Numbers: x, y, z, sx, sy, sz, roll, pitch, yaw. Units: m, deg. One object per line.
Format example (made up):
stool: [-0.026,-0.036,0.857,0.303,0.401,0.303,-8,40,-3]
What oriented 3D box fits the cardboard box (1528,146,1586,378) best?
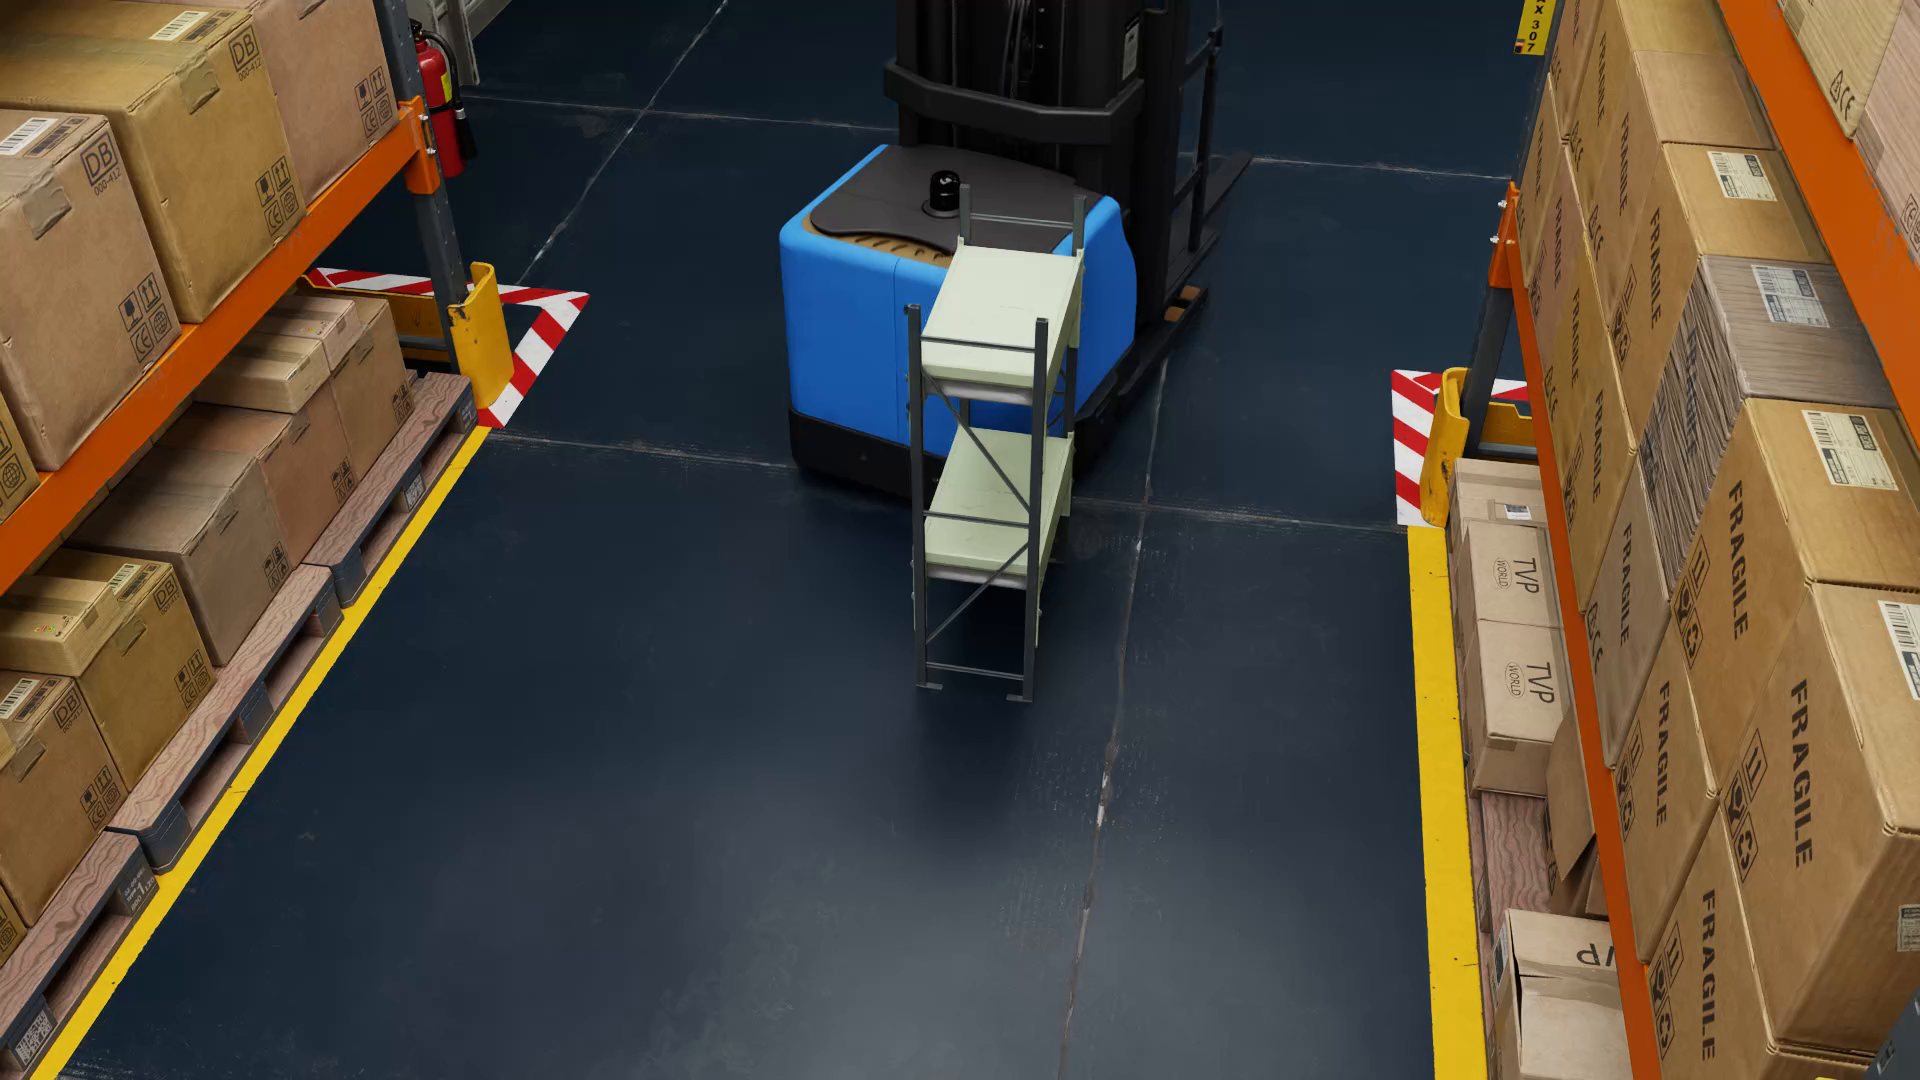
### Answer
cardboard box: [1.954,-0.766,4.744,0.500,0.500,0.500,6,40,7]

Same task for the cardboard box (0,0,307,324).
cardboard box: [-2.699,-1.182,5.090,0.980,0.700,0.700,6,40,7]

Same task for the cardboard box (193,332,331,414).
cardboard box: [-2.414,-0.582,5.724,0.380,0.149,0.250,7,40,9]

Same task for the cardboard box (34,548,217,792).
cardboard box: [-2.786,0.372,5.079,0.700,0.500,0.500,7,40,9]

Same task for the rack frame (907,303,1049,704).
rack frame: [0.050,-0.060,5.145,0.400,1.500,0.023,7,40,9]

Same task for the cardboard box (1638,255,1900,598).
cardboard box: [1.688,-0.199,3.274,0.500,0.500,0.500,7,40,8]

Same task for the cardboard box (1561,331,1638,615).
cardboard box: [1.776,-0.138,3.985,0.500,0.500,0.500,7,40,8]

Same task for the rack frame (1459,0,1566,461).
rack frame: [2.374,-1.302,5.470,1.000,3.000,0.127,6,40,8]

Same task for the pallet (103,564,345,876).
pallet: [-2.780,0.503,5.476,1.003,0.211,1.213,6,40,8]

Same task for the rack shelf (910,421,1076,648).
rack shelf: [0.123,-0.037,5.629,0.431,0.370,0.720,7,40,9]

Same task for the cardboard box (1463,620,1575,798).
cardboard box: [1.828,0.526,5.072,0.500,0.250,0.500,6,40,8]

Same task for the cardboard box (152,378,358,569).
cardboard box: [-2.615,-0.280,5.866,0.700,0.500,0.500,6,40,8]

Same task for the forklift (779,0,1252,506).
forklift: [0.454,-2.103,6.493,1.130,2.935,3.031,18,43,20]

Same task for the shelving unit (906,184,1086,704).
shelving unit: [0.123,-0.288,5.422,0.431,1.500,0.755,7,40,9]

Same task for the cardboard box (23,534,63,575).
cardboard box: [-2.965,0.011,5.006,0.380,0.149,0.250,6,40,7]

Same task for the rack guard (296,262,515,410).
rack guard: [-2.501,-0.897,6.943,1.175,0.500,0.348,6,40,8]

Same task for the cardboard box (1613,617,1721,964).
cardboard box: [1.604,0.504,3.207,0.500,0.500,0.500,7,40,9]

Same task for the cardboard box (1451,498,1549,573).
cardboard box: [1.920,0.003,5.771,0.380,0.166,0.250,6,40,8]

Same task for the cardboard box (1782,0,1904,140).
cardboard box: [1.679,-0.851,2.689,0.500,0.250,0.500,6,40,8]

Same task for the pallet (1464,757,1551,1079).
pallet: [2.011,1.085,4.773,1.003,0.211,1.213,6,40,8]

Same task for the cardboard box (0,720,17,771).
cardboard box: [-2.728,0.564,4.337,0.380,0.149,0.250,8,40,9]

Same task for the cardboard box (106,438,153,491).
cardboard box: [-2.877,-0.309,5.393,0.380,0.149,0.250,7,40,8]

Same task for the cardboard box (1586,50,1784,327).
cardboard box: [1.863,-0.834,4.041,0.500,0.500,0.500,7,40,8]

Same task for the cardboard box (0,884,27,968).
cardboard box: [-2.967,1.008,4.309,0.700,0.500,0.500,7,40,8]

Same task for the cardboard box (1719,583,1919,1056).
cardboard box: [1.514,0.439,2.502,0.500,0.500,0.500,7,40,8]

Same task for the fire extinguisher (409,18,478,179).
fire extinguisher: [-2.025,-1.716,6.325,0.296,0.674,0.183,6,40,8]

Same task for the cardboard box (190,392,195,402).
cardboard box: [-2.790,-0.626,5.776,0.380,0.149,0.250,6,40,8]

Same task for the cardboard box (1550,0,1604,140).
cardboard box: [2.038,-1.476,4.818,0.500,0.500,0.500,8,40,9]

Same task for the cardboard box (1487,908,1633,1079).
cardboard box: [1.631,1.216,4.190,0.500,0.311,0.500,6,40,8]

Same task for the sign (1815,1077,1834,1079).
sign: [1.146,0.820,2.225,0.100,0.325,0.005,6,40,8]

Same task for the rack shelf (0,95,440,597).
rack shelf: [-2.852,-0.313,4.839,1.077,0.370,4.000,6,40,8]

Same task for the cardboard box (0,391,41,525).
cardboard box: [-2.956,-0.247,3.959,0.980,0.700,0.700,5,40,7]

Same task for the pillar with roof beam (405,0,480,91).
pillar with roof beam: [1.350,-5.473,5.807,9.100,9.000,0.400,6,40,8]
